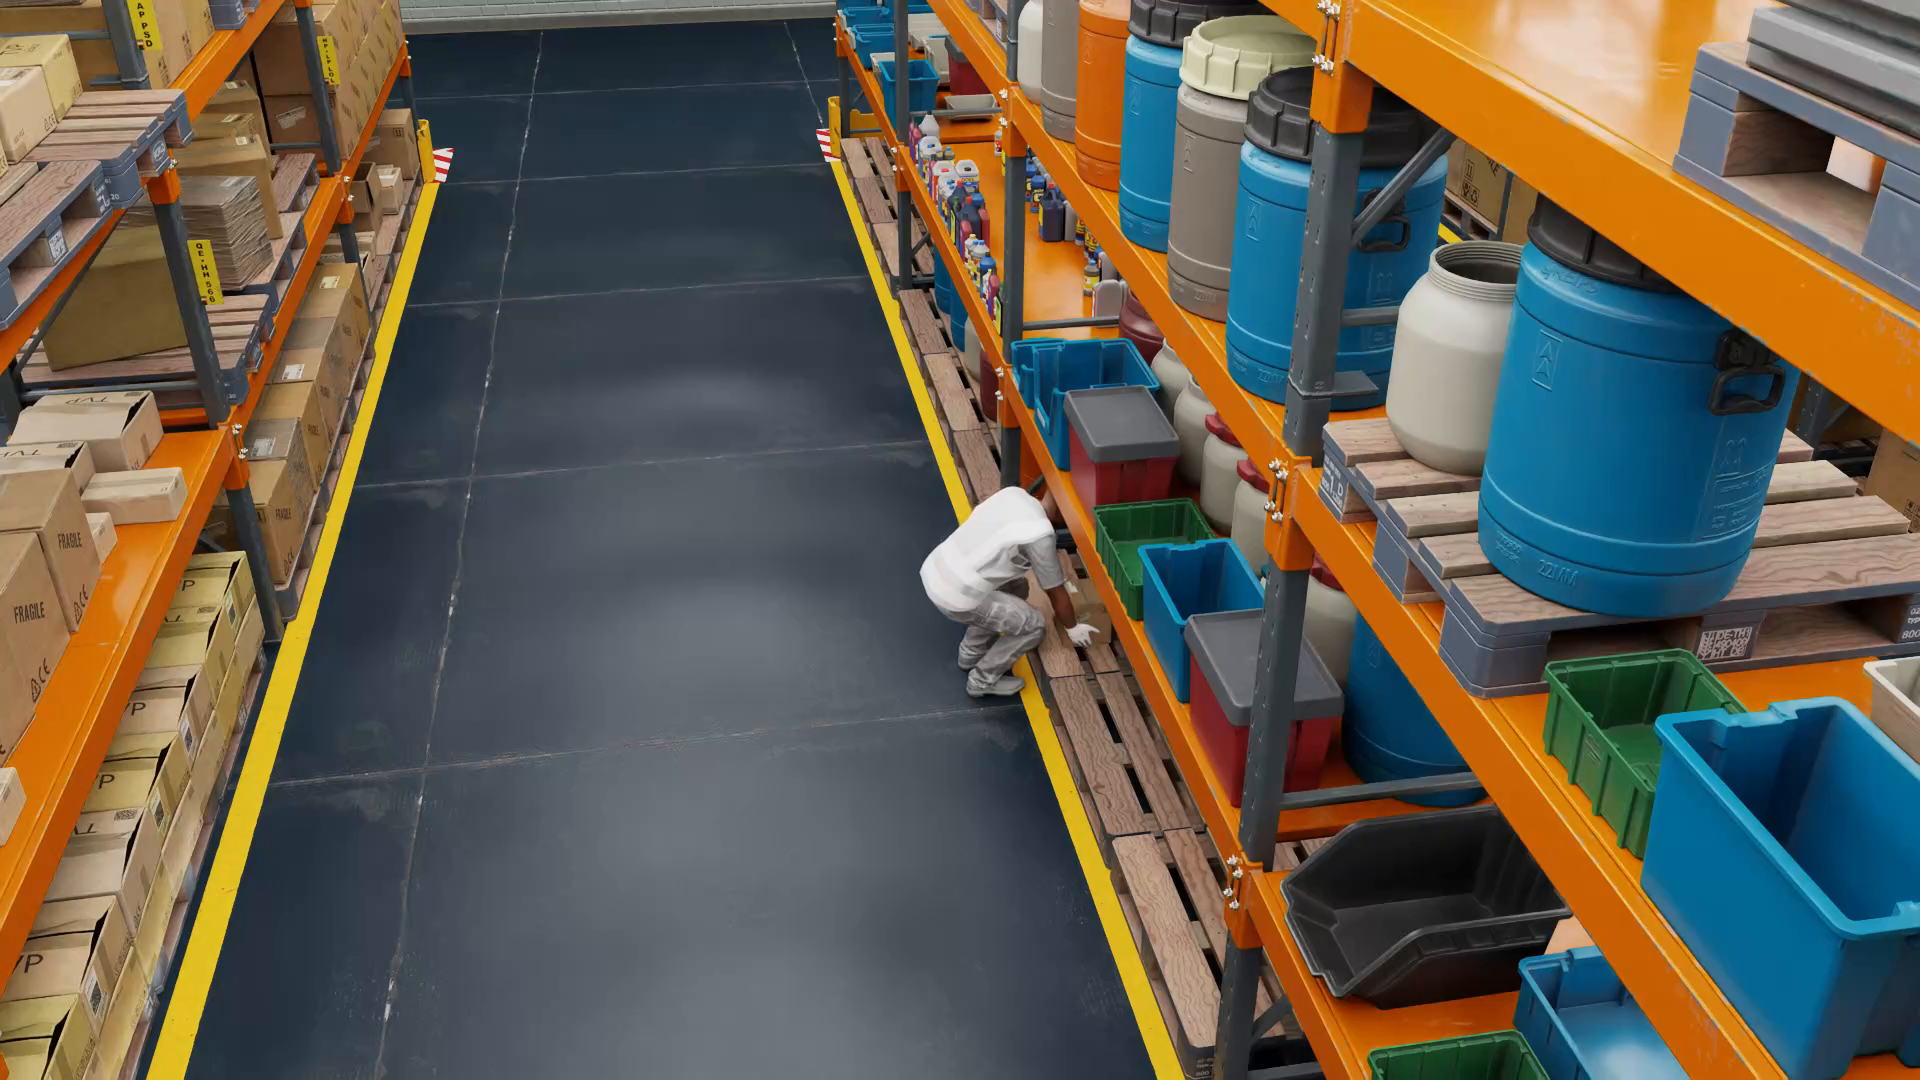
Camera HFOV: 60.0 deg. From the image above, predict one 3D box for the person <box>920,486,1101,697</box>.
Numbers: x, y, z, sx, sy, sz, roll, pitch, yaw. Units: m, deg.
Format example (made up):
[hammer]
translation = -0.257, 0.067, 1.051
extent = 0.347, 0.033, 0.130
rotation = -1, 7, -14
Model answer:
[person]
translation = 0.240, 0.200, 8.445
extent = 0.884, 1.112, 0.588
rotation = -5, 31, -9
